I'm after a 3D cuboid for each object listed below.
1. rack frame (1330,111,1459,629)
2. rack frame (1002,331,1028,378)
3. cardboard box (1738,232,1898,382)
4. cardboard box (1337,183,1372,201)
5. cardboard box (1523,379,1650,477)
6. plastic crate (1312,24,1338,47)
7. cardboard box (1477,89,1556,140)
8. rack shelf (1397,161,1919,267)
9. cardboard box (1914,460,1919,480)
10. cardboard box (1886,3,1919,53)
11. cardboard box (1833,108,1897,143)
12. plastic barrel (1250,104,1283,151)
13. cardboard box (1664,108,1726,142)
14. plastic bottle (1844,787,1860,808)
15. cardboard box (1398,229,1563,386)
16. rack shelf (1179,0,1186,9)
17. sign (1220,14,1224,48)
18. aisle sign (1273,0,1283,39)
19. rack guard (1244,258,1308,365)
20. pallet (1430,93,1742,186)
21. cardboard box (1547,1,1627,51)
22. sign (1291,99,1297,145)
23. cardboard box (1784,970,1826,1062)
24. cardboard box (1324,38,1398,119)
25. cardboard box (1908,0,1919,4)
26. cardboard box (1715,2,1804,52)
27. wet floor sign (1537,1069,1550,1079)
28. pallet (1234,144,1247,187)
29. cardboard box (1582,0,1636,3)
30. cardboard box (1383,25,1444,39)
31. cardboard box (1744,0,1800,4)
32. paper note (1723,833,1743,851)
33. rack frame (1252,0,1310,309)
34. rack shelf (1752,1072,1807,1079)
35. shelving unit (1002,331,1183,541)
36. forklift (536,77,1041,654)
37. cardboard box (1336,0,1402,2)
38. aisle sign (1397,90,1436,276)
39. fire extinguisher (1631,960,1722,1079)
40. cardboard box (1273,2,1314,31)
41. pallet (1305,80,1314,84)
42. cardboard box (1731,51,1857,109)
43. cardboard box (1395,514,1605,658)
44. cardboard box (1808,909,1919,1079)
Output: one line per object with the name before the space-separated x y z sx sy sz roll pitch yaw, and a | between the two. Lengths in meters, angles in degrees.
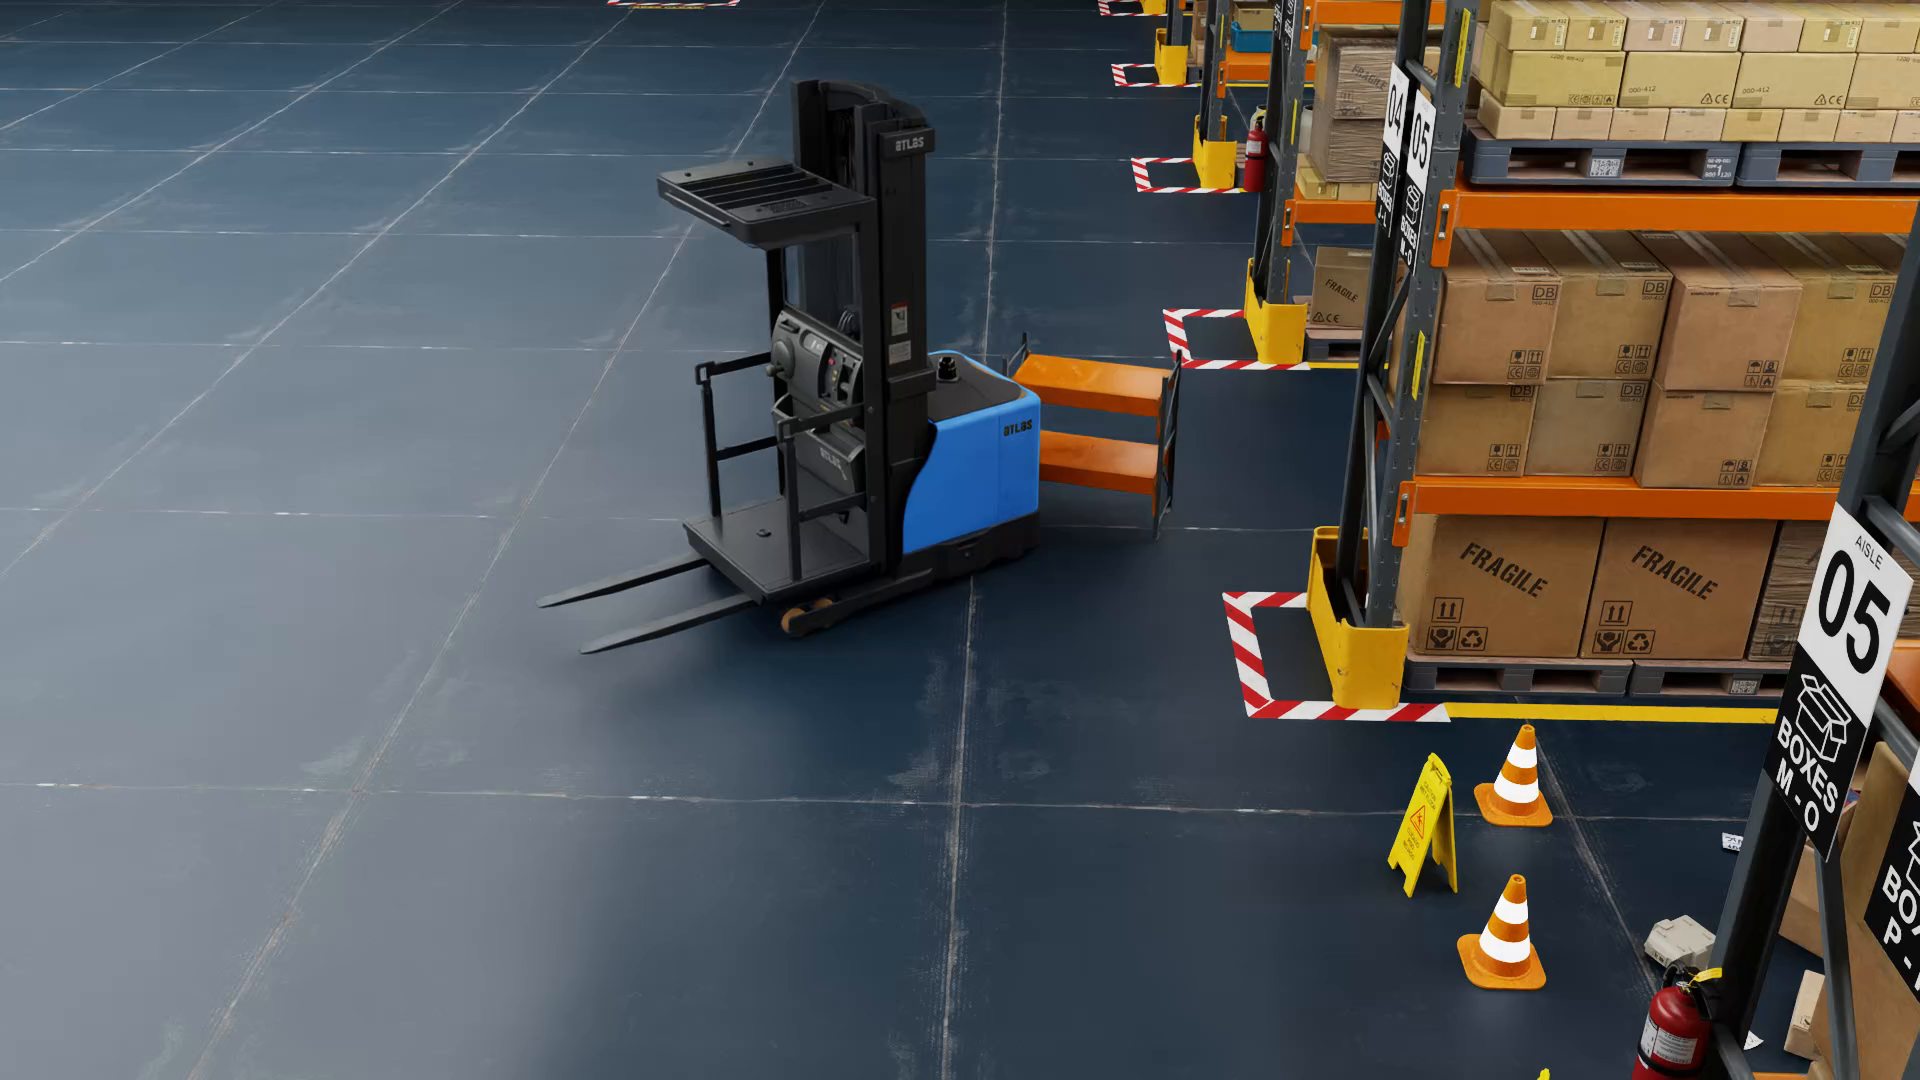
rack frame | 2.245 -0.687 8.769 0.127 3.000 1.000 1 28 2
rack frame | 0.356 -0.750 10.888 0.032 1.125 0.500 8 29 16
cardboard box | 4.256 -1.219 8.460 0.500 0.550 0.875 1 28 2
cardboard box | 3.046 -2.767 12.960 0.250 0.149 0.380 1 28 2
cardboard box | 3.168 -0.769 8.764 0.550 0.550 0.875 1 28 2
plastic crate | 3.855 -5.378 17.777 0.408 0.251 0.499 1 28 2
cardboard box | 2.576 -1.975 7.709 0.250 0.149 0.380 1 28 2
rack shelf | 4.244 -1.661 8.172 4.000 0.370 1.077 1 28 2
cardboard box | 4.787 -0.750 8.728 0.550 0.550 0.875 1 28 2
cardboard box | 4.348 -2.299 7.469 0.250 0.149 0.380 1 28 2
cardboard box | 4.092 -1.951 7.663 0.250 0.149 0.380 1 28 2
plastic barrel | 3.356 -4.437 18.050 0.421 0.512 0.421 0 28 0
cardboard box | 3.335 -1.963 7.686 0.250 0.149 0.380 1 28 2
plastic bottle | 4.393 1.314 8.132 0.133 0.061 0.283 -9 29 -16
cardboard box | 2.614 -1.206 8.435 0.550 0.550 0.875 1 28 2
rack shelf | 4.873 -7.293 21.998 4.000 0.370 1.077 1 28 2
sign | 2.672 -5.190 16.968 0.005 0.325 0.100 1 28 2
aisle sign | 2.470 -4.297 12.803 0.004 0.787 0.394 1 28 2
rack guard | 2.597 -1.901 13.728 0.348 0.500 1.175 1 28 2
pallet | 2.987 -1.966 8.073 1.213 0.211 1.003 1 28 2
cardboard box | 2.818 -2.324 7.516 0.250 0.149 0.380 1 28 2
sign | 2.502 -3.135 12.463 0.005 0.325 0.100 1 28 2
cardboard box | 3.552 1.967 6.805 0.250 0.149 0.380 16 32 28
cardboard box | 3.061 -3.488 12.560 0.500 0.500 0.500 1 28 2
cardboard box | 4.619 -2.603 8.042 0.250 0.149 0.380 1 28 2
cardboard box | 3.583 -2.312 7.493 0.250 0.149 0.380 0 28 1
wet floor sign | 2.019 2.168 5.897 0.232 0.644 0.267 11 30 19
pallet | 3.585 -4.098 18.181 1.213 0.211 1.003 1 28 2
cardboard box | 3.099 -2.628 8.089 0.250 0.149 0.380 1 28 3
cardboard box | 3.579 -3.725 13.008 0.500 0.500 0.500 1 28 2
cardboard box | 3.864 -2.615 8.066 0.250 0.149 0.380 1 28 1
paper note | 3.710 1.445 7.918 0.142 0.017 0.144 11 30 19
rack frame | 2.521 -3.007 13.145 0.127 3.000 1.000 1 28 2
rack shelf | 4.170 1.983 4.501 4.000 0.370 1.077 1 28 2
shelving unit | 0.840 -0.678 10.753 1.048 1.125 0.538 8 29 16
forklift | -0.997 -1.013 9.456 3.031 2.935 1.130 -18 33 -30
cardboard box | 2.993 -4.137 12.235 0.500 0.250 0.500 2 28 3
aisle sign | 2.163 -1.696 7.897 0.004 0.787 0.394 1 28 2
fire extinguisher | 2.073 1.448 4.823 0.183 0.674 0.296 1 28 2
cardboard box | 4.402 -6.823 22.031 0.500 0.500 0.500 1 28 2
pallet | 4.856 -6.397 22.518 1.213 0.211 1.003 1 28 2
cardboard box | 3.730 -2.163 7.638 0.500 0.250 0.500 1 28 1
cardboard box | 2.925 0.047 9.205 0.875 0.875 0.875 1 28 2
cardboard box | 2.723 1.336 4.528 0.500 0.500 0.500 0 28 1
